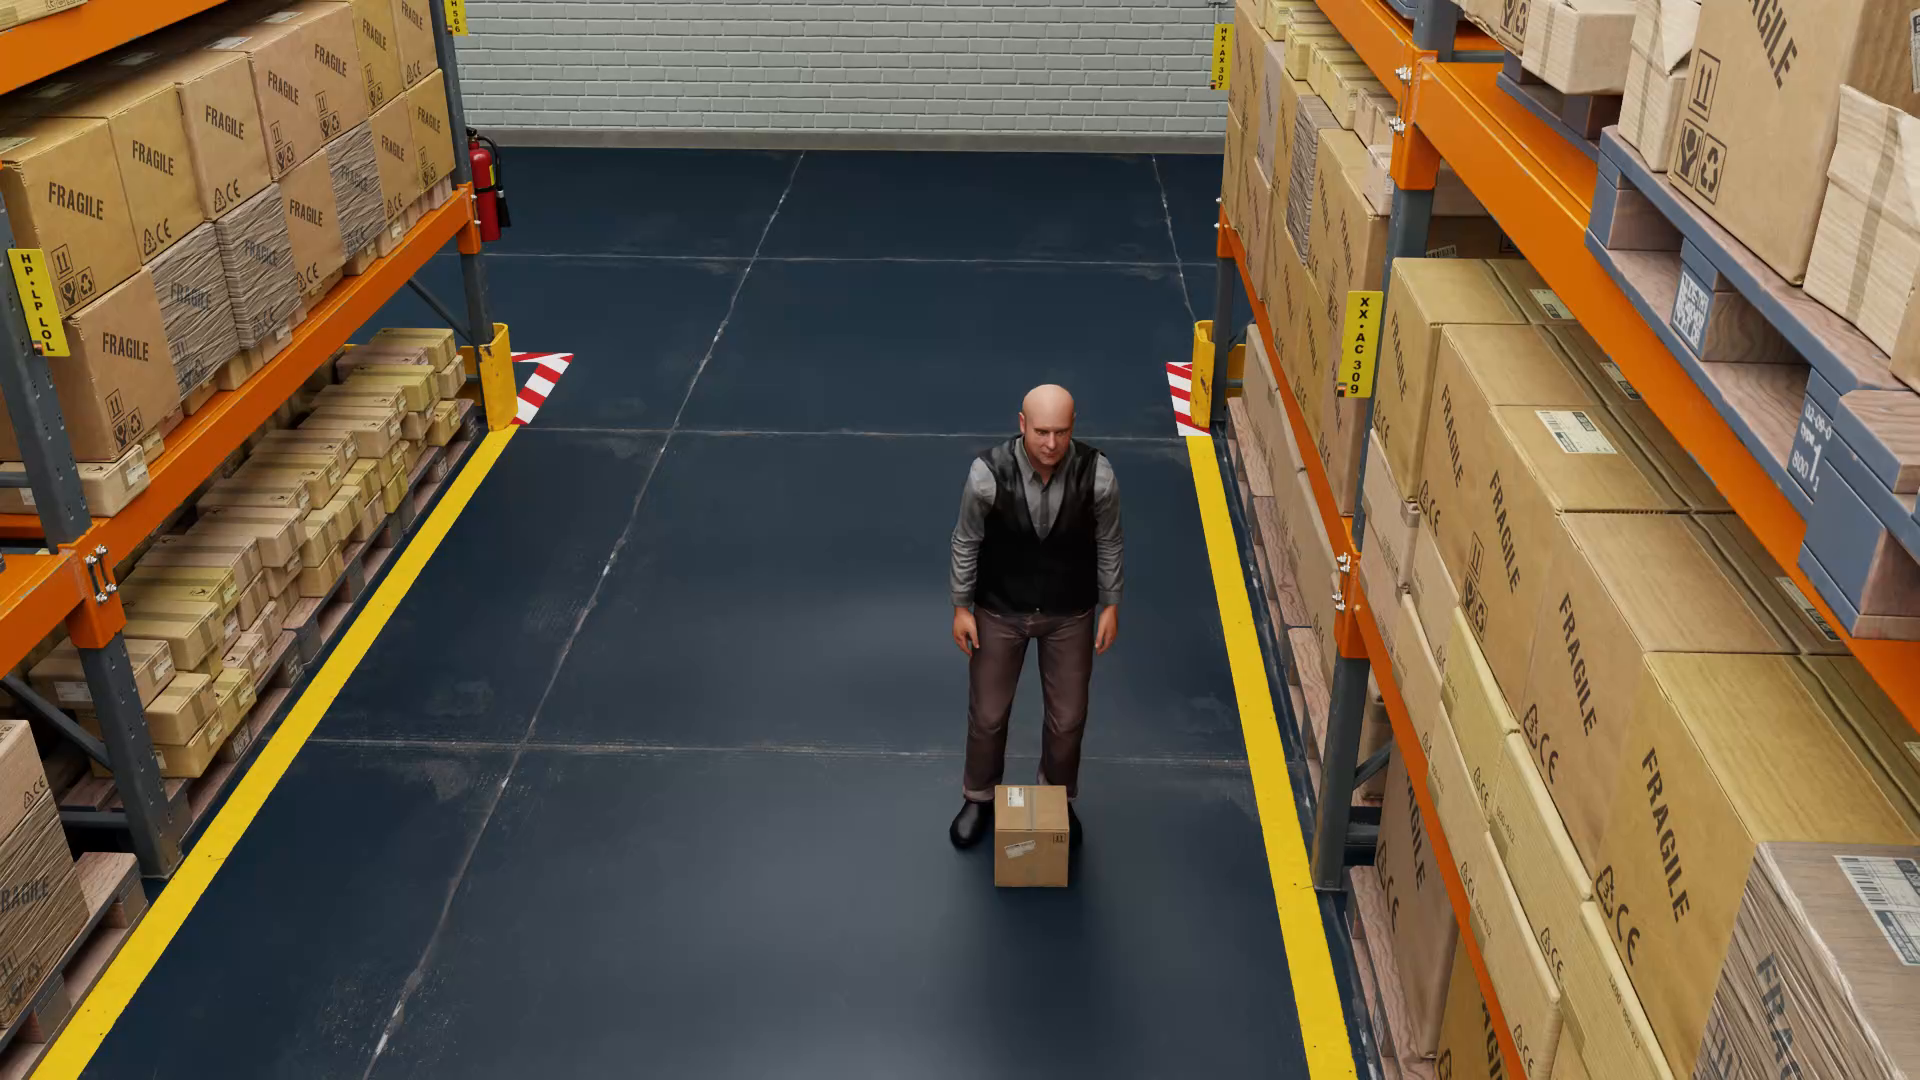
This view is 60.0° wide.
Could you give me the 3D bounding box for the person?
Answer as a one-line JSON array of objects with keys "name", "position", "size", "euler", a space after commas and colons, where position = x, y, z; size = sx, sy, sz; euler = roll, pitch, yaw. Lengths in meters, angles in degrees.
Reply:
[{"name": "person", "position": [0.257, 0.246, 5.679], "size": [0.594, 1.721, 0.422], "euler": [-1, 28, -1]}]
